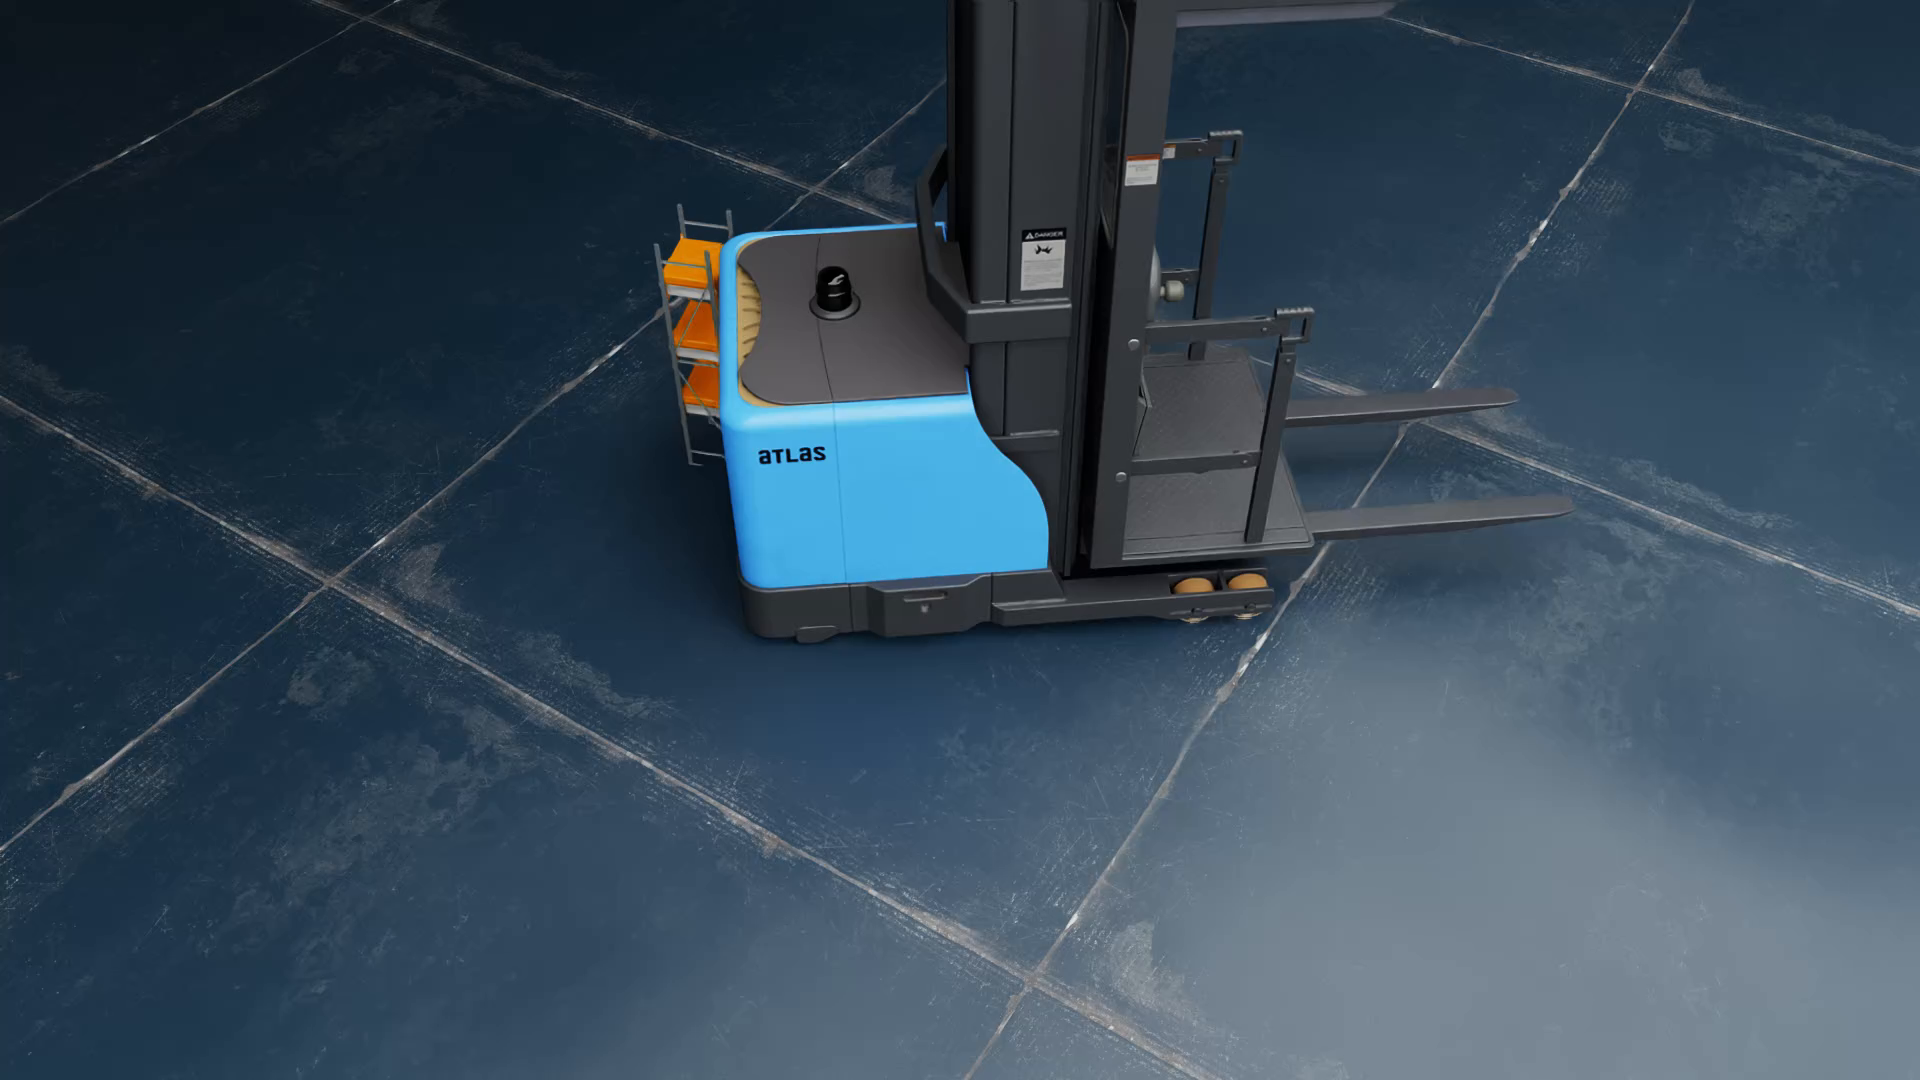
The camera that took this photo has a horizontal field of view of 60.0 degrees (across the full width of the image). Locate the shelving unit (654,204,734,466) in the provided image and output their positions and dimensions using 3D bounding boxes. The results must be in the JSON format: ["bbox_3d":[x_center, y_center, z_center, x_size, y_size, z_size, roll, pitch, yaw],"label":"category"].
[{"bbox_3d":[-0.941,-0.735,6.232,0.215,1.050,0.252,9,46,9],"label":"shelving unit"}]

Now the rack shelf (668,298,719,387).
[{"bbox_3d":[-0.941,-0.727,6.240,0.215,0.259,0.240,9,46,9],"label":"rack shelf"}]

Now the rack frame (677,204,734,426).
[{"bbox_3d":[-0.915,-0.820,6.315,0.200,1.050,0.008,9,46,9],"label":"rack frame"}]

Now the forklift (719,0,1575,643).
[{"bbox_3d":[0.700,-1.105,5.280,3.031,2.935,1.130,-4,46,-4],"label":"forklift"}]

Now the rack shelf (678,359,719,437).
[{"bbox_3d":[-0.941,-0.534,6.439,0.215,0.259,0.240,9,46,9],"label":"rack shelf"}]

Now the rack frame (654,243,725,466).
[{"bbox_3d":[-0.967,-0.649,6.149,0.200,1.050,0.008,9,46,9],"label":"rack frame"}]

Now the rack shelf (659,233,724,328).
[{"bbox_3d":[-0.941,-0.925,6.036,0.215,0.259,0.240,9,46,9],"label":"rack shelf"}]
